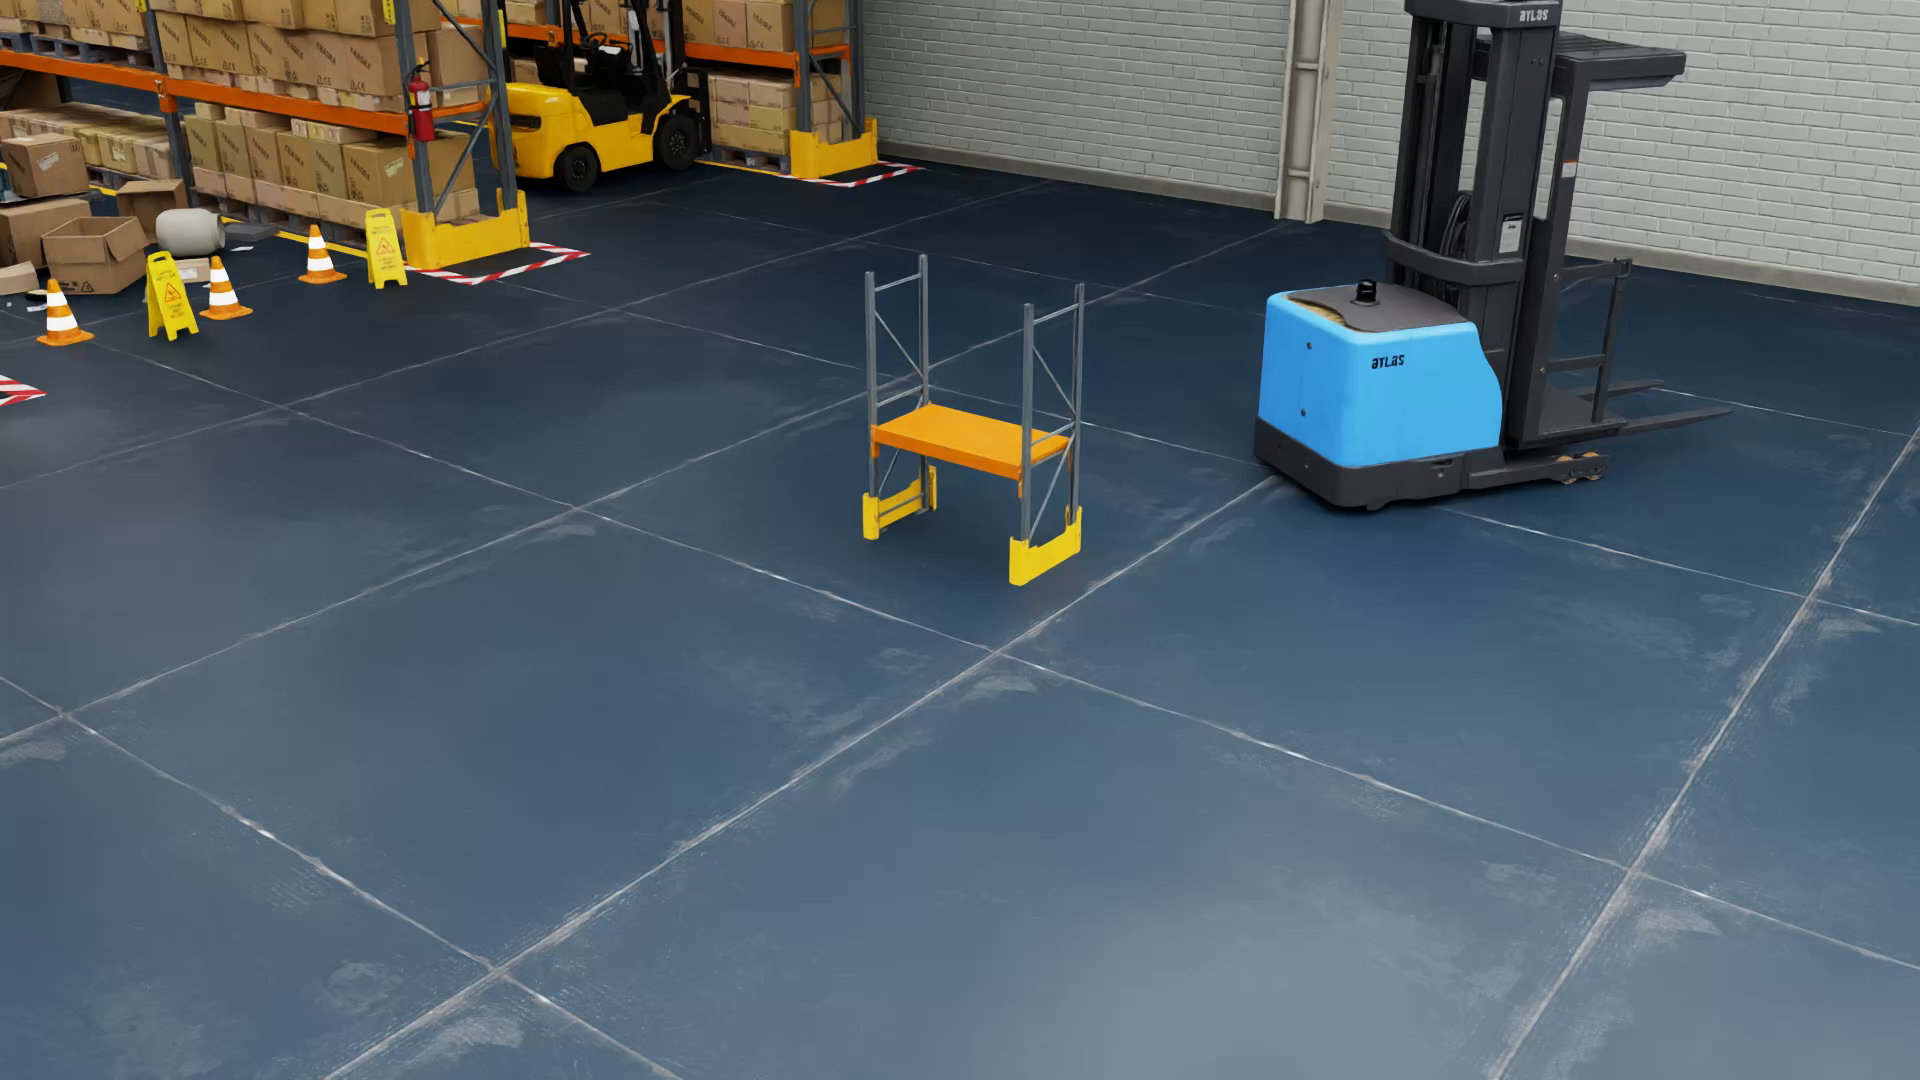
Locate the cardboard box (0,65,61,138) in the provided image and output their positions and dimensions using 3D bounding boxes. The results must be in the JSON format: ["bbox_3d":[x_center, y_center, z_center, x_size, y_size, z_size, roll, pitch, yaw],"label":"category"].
[{"bbox_3d":[-11.303,-5.300,19.673,0.875,0.875,0.875,17,29,33],"label":"cardboard box"}]

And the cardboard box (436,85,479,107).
[{"bbox_3d":[-4.546,-3.986,14.887,0.250,0.149,0.380,17,29,33],"label":"cardboard box"}]

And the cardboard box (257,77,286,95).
[{"bbox_3d":[-6.303,-4.260,15.510,0.250,0.149,0.380,17,29,33],"label":"cardboard box"}]

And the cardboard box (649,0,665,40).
[{"bbox_3d":[-3.205,-6.004,19.033,0.500,0.500,0.500,17,29,34],"label":"cardboard box"}]

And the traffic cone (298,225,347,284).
[{"bbox_3d":[-5.516,-2.478,14.301,0.334,0.463,0.336,17,29,33],"label":"traffic cone"}]

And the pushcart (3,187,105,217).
[{"bbox_3d":[-8.927,-2.971,15.525,0.936,0.377,1.648,7,25,15],"label":"pushcart"}]

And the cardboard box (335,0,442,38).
[{"bbox_3d":[-4.938,-4.644,14.337,0.500,0.500,0.700,16,28,32],"label":"cardboard box"}]

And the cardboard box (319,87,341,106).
[{"bbox_3d":[-5.512,-4.005,14.931,0.250,0.149,0.380,17,29,34],"label":"cardboard box"}]

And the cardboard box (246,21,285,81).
[{"bbox_3d":[-6.189,-4.549,15.362,0.500,0.500,0.500,17,29,34],"label":"cardboard box"}]

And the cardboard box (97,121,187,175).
[{"bbox_3d":[-8.598,-4.207,17.817,0.625,0.372,0.950,19,30,36],"label":"cardboard box"}]

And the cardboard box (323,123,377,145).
[{"bbox_3d":[-5.530,-3.702,15.087,0.250,0.149,0.380,18,29,35],"label":"cardboard box"}]

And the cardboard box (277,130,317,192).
[{"bbox_3d":[-6.015,-3.588,15.632,0.500,0.500,0.500,16,28,32],"label":"cardboard box"}]

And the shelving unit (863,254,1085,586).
[{"bbox_3d":[0.061,-0.668,8.906,1.083,1.500,0.587,17,29,33],"label":"shelving unit"}]

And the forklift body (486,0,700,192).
[{"bbox_3d":[-4.036,-5.036,18.011,1.214,2.155,2.313,17,29,33],"label":"forklift body"}]

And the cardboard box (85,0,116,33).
[{"bbox_3d":[-8.504,-5.450,16.886,0.500,0.500,0.500,17,29,34],"label":"cardboard box"}]

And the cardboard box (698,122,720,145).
[{"bbox_3d":[-2.777,-4.747,19.192,0.500,0.250,0.500,17,29,34],"label":"cardboard box"}]

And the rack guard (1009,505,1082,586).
[{"bbox_3d":[0.459,0.024,8.884,0.087,0.250,0.587,17,29,33],"label":"rack guard"}]

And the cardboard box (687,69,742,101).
[{"bbox_3d":[-2.802,-5.197,18.973,0.500,0.250,0.500,17,29,34],"label":"cardboard box"}]

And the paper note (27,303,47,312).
[{"bbox_3d":[-7.490,-1.888,13.498,0.144,0.017,0.142,-15,28,-30],"label":"paper note"}]

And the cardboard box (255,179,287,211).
[{"bbox_3d":[-6.429,-3.370,16.068,0.500,0.250,0.500,16,29,33],"label":"cardboard box"}]

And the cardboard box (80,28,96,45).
[{"bbox_3d":[-8.811,-5.212,17.150,0.250,0.149,0.380,17,29,34],"label":"cardboard box"}]

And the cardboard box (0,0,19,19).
[{"bbox_3d":[-10.158,-5.953,18.027,0.500,0.500,0.500,19,30,36],"label":"cardboard box"}]

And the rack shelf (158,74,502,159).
[{"bbox_3d":[-5.999,-4.106,15.741,4.000,0.370,1.077,17,29,33],"label":"rack shelf"}]

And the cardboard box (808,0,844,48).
[{"bbox_3d":[-1.654,-5.809,18.590,0.500,0.500,0.500,18,29,35],"label":"cardboard box"}]

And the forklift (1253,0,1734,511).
[{"bbox_3d":[3.389,-1.866,9.851,3.031,2.935,1.130,-9,25,-19],"label":"forklift"}]

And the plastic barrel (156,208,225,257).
[{"bbox_3d":[-6.959,-2.784,15.043,0.512,0.421,0.421,-5,24,-12],"label":"plastic barrel"}]

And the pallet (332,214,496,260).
[{"bbox_3d":[-5.088,-2.902,15.574,1.213,0.211,1.003,17,29,33],"label":"pallet"}]

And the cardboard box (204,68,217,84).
[{"bbox_3d":[-7.076,-4.525,16.112,0.250,0.149,0.380,17,29,33],"label":"cardboard box"}]

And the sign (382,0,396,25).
[{"bbox_3d":[-4.748,-4.452,13.806,0.005,0.325,0.100,17,29,33],"label":"sign"}]

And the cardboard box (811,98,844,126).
[{"bbox_3d":[-1.676,-4.897,18.914,0.500,0.250,0.500,17,29,34],"label":"cardboard box"}]

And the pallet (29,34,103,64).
[{"bbox_3d":[-9.192,-5.333,17.871,1.213,0.211,1.003,17,29,33],"label":"pallet"}]

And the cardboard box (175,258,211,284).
[{"bbox_3d":[-6.658,-2.312,14.313,0.380,0.149,0.250,-10,26,-21],"label":"cardboard box"}]

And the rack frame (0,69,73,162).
[{"bbox_3d":[-10.800,-5.886,18.889,0.127,3.000,1.000,17,29,33],"label":"rack frame"}]

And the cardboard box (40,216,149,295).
[{"bbox_3d":[-7.323,-2.417,14.112,0.637,0.503,0.797,-1,24,-3],"label":"cardboard box"}]

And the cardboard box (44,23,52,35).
[{"bbox_3d":[-9.557,-5.503,17.809,0.250,0.149,0.380,18,30,35],"label":"cardboard box"}]

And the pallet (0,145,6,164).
[{"bbox_3d":[-10.176,-4.421,19.021,1.213,0.211,1.003,17,29,33],"label":"pallet"}]

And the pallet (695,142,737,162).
[{"bbox_3d":[-3.034,-4.745,19.756,1.213,0.211,1.003,17,29,33],"label":"pallet"}]

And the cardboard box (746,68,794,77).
[{"bbox_3d":[-2.098,-5.242,19.077,0.500,0.250,0.500,17,29,33],"label":"cardboard box"}]

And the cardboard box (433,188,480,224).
[{"bbox_3d":[-4.878,-3.170,15.613,0.500,0.250,0.500,17,29,33],"label":"cardboard box"}]

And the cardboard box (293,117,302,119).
[{"bbox_3d":[-6.148,-3.894,16.327,0.500,0.500,0.500,19,30,36],"label":"cardboard box"}]

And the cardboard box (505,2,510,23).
[{"bbox_3d":[-5.591,-6.610,20.718,0.500,0.250,0.500,17,29,33],"label":"cardboard box"}]

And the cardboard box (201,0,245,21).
[{"bbox_3d":[-6.596,-5.121,15.420,0.500,0.500,0.700,16,28,32],"label":"cardboard box"}]

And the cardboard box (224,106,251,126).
[{"bbox_3d":[-6.813,-4.090,15.967,0.250,0.149,0.380,18,30,35],"label":"cardboard box"}]
